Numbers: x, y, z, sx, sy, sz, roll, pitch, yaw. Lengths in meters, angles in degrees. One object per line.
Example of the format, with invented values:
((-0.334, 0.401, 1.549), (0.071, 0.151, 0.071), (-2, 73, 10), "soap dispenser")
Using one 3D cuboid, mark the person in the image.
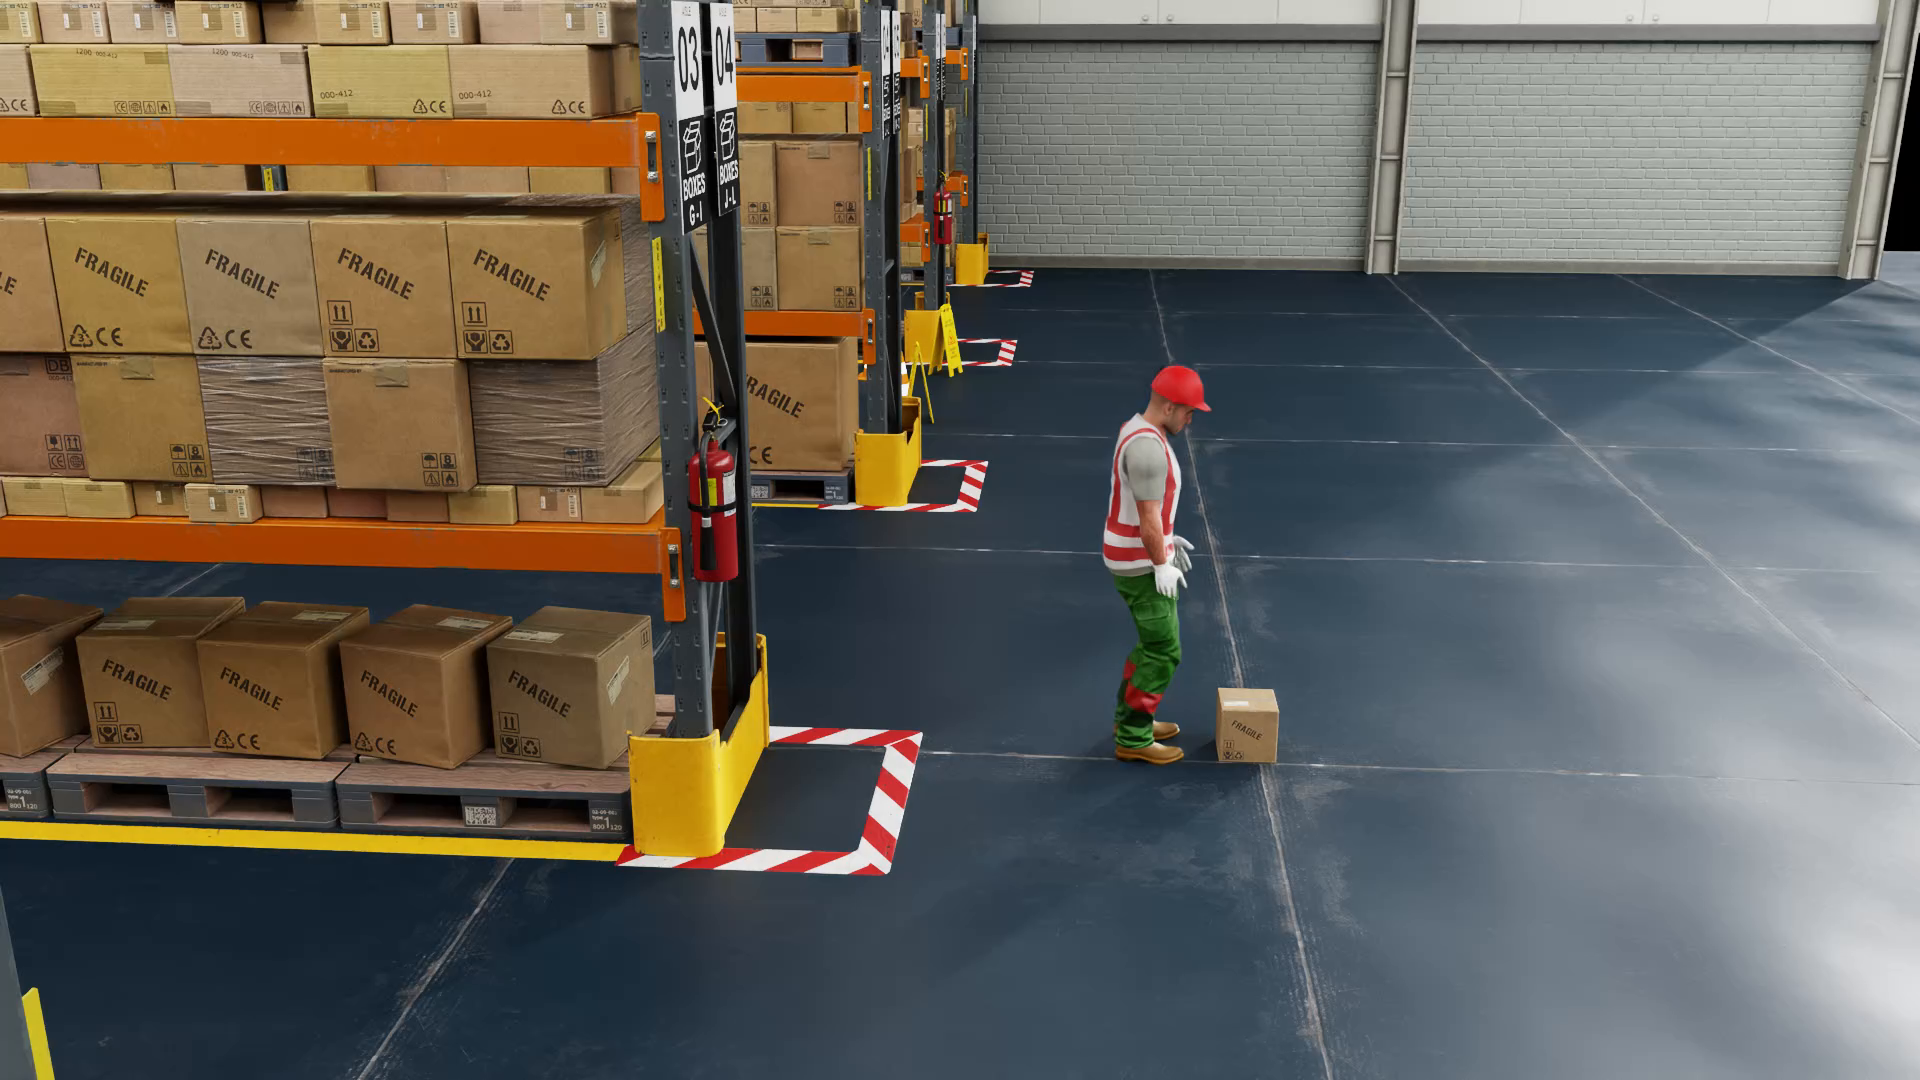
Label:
((0.846, 0.095, 7.283), (0.443, 1.745, 0.541), (2, 17, 5), "person")
